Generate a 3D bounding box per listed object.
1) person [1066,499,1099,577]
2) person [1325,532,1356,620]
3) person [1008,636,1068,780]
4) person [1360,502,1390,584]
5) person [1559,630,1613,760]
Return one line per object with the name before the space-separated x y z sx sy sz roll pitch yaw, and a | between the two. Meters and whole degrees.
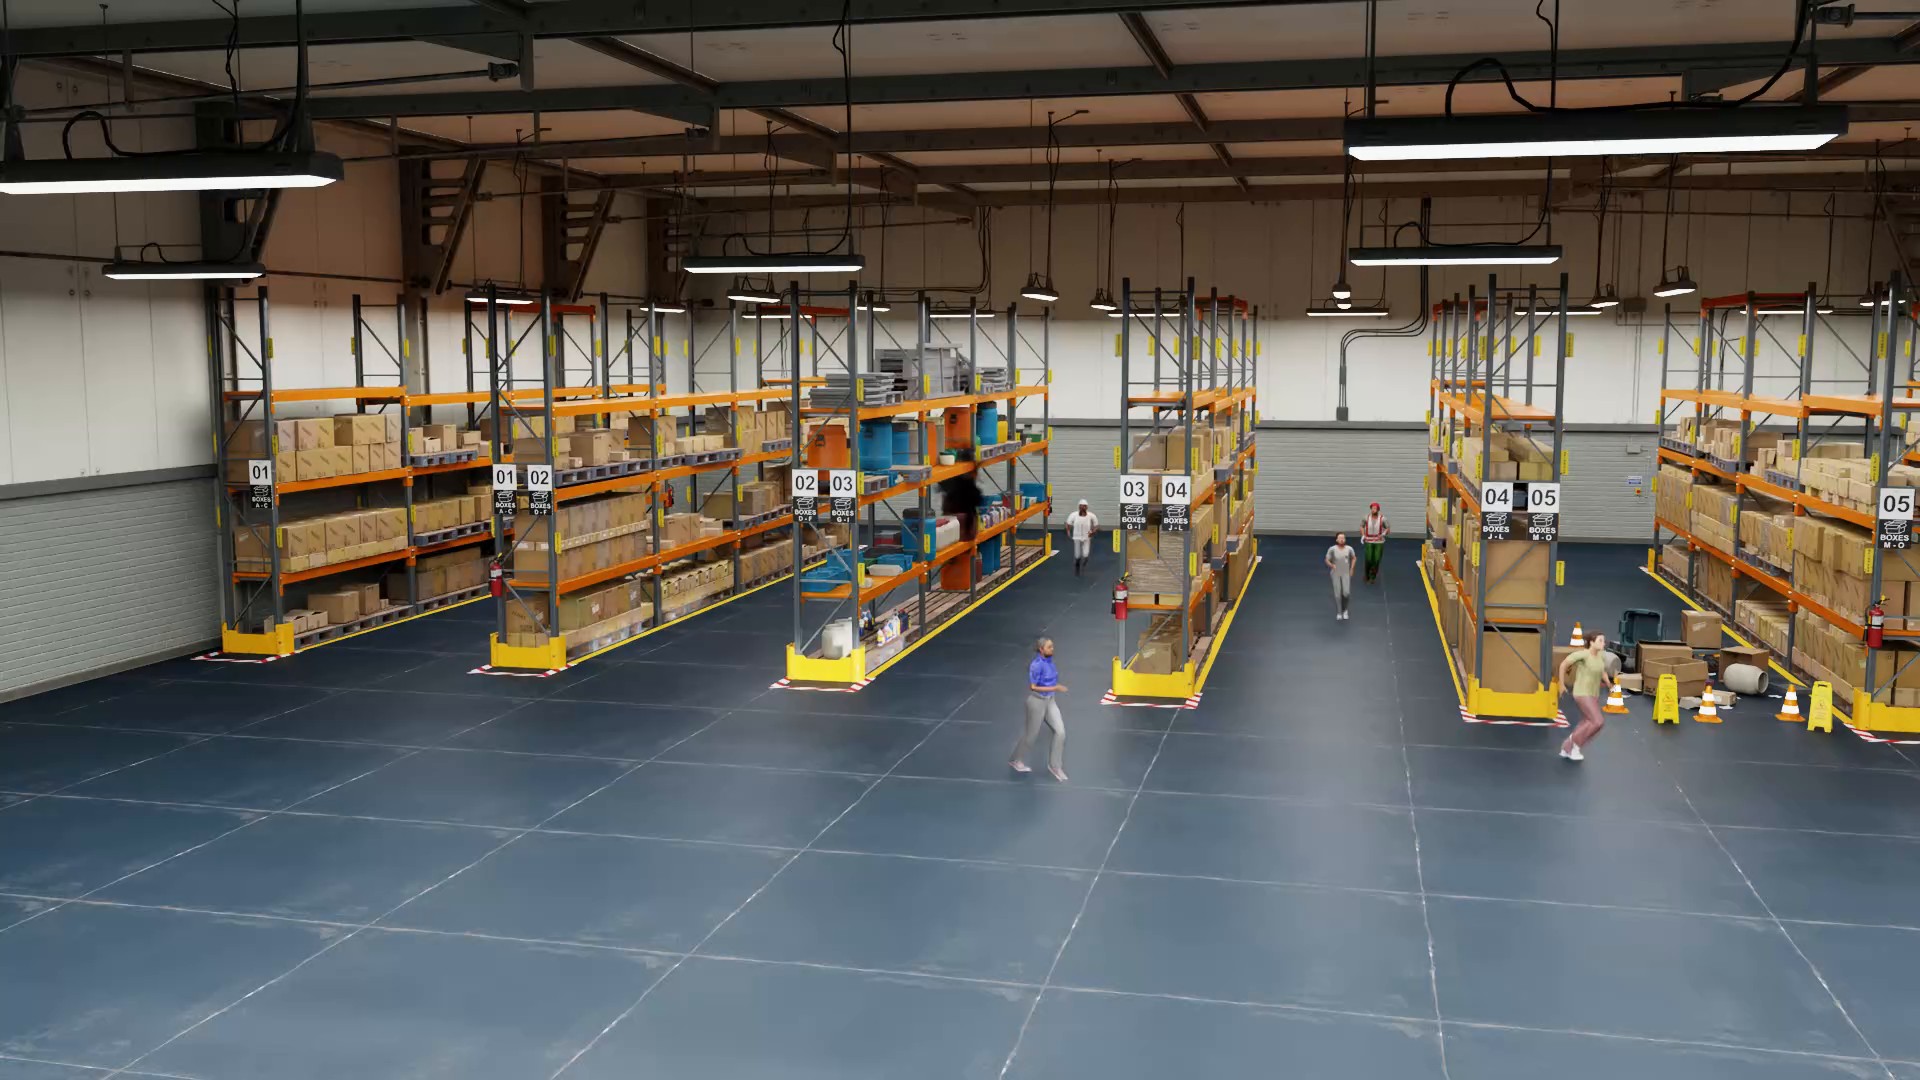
person | 2.613 -0.029 35.565 0.699 1.683 0.578 0 7 4
person | 7.007 0.678 30.622 0.565 1.608 0.608 1 7 11
person | 0.944 1.979 19.415 0.810 1.706 0.526 5 8 37
person | 8.796 0.074 35.286 0.632 1.748 0.601 2 7 16
person | 7.587 1.884 20.121 0.584 1.611 0.622 -5 8 -35
